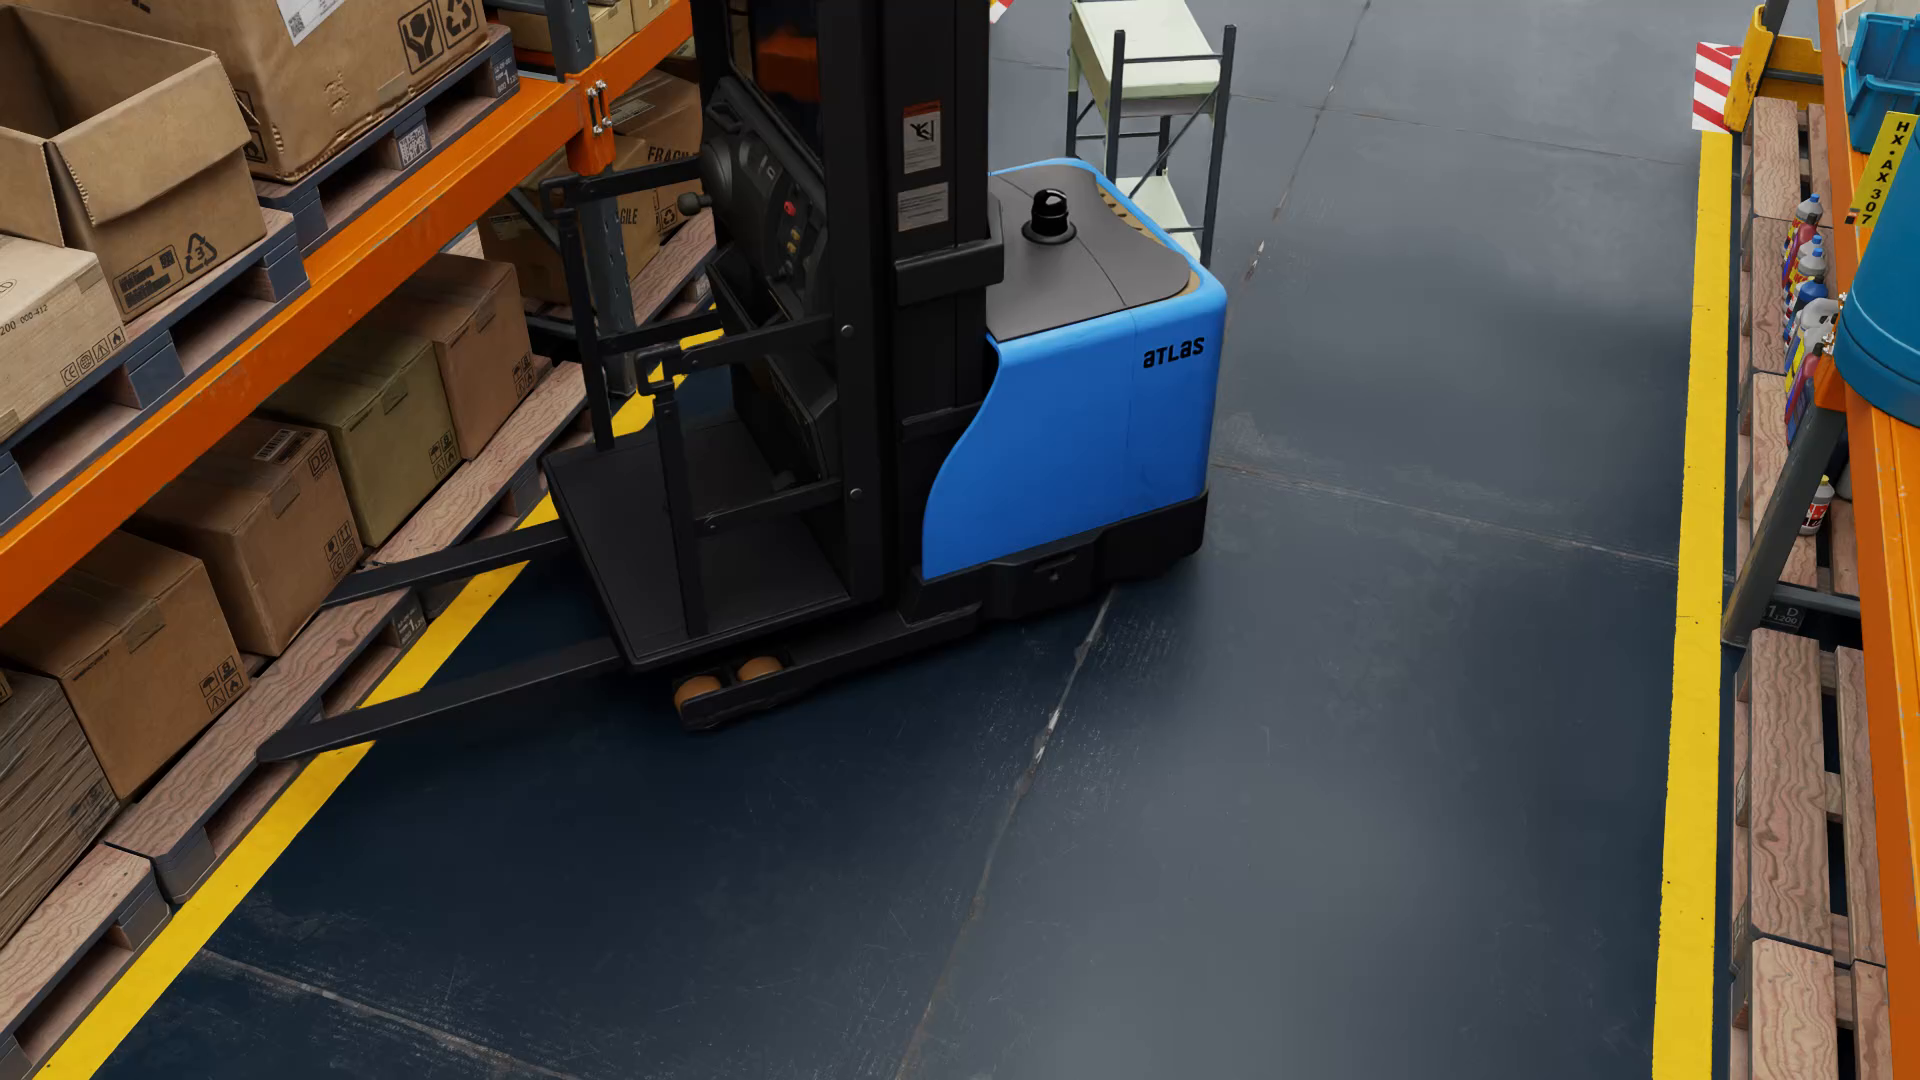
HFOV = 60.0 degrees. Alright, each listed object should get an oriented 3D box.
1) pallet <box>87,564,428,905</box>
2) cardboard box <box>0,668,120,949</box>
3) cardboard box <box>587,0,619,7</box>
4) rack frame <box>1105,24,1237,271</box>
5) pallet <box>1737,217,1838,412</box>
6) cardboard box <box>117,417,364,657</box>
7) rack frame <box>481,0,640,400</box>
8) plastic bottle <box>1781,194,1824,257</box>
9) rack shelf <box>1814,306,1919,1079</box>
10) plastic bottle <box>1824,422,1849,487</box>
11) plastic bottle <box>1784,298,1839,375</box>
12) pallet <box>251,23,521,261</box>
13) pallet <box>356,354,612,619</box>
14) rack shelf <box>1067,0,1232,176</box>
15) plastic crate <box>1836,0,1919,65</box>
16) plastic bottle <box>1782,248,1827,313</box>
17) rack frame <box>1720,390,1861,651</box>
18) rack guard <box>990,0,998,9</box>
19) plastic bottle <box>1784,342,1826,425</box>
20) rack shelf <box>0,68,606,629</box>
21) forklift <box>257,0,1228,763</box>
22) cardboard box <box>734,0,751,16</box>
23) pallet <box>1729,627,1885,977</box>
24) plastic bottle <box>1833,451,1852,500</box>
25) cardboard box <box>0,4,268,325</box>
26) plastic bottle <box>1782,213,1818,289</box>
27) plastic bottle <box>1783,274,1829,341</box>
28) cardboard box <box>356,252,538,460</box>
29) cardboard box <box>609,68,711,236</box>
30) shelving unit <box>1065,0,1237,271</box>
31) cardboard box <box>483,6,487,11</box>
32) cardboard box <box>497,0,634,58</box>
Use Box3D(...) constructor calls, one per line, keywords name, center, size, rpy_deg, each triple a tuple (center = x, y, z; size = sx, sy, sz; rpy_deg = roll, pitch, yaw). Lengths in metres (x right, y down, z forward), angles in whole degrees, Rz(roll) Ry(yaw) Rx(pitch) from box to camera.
Box3D(name="pallet", center=(-2.397, 0.453, 5.056), size=(1.003, 0.211, 1.213), rpy_deg=(13, 42, 15))
Box3D(name="cardboard box", center=(-2.696, 0.639, 4.276), size=(0.700, 0.500, 0.500), rpy_deg=(10, 41, 12))
Box3D(name="cardboard box", center=(-1.504, -2.242, 5.760), size=(0.875, 0.500, 0.500), rpy_deg=(13, 42, 15))
Box3D(name="rack frame", center=(0.698, -1.086, 5.867), size=(0.400, 1.500, 0.023), rpy_deg=(-5, 41, -5))
Box3D(name="pallet", center=(3.623, -0.817, 6.544), size=(1.003, 0.211, 1.213), rpy_deg=(13, 42, 15))
Box3D(name="cardboard box", center=(-2.318, -0.048, 5.082), size=(0.700, 0.500, 0.500), rpy_deg=(10, 41, 11))
Box3D(name="rack frame", center=(-1.716, -1.830, 5.583), size=(1.000, 3.000, 0.127), rpy_deg=(13, 42, 15))
Box3D(name="plastic bottle", center=(3.393, -1.263, 6.682), size=(0.097, 0.271, 0.097), rpy_deg=(0, 40, 0))
Box3D(name="rack shelf", center=(2.254, 0.763, 3.099), size=(1.077, 0.370, 4.000), rpy_deg=(13, 42, 15))
Box3D(name="plastic bottle", center=(2.888, -0.347, 5.547), size=(0.144, 0.351, 0.185), rpy_deg=(12, 42, 14))
Box3D(name="plastic bottle", center=(3.123, -0.731, 6.055), size=(0.152, 0.276, 0.135), rpy_deg=(14, 42, 16))
Box3D(name="pallet", center=(-2.114, -1.323, 5.137), size=(1.003, 0.211, 1.213), rpy_deg=(13, 42, 15))
Box3D(name="pallet", center=(-1.981, -0.294, 5.932), size=(1.003, 0.211, 1.213), rpy_deg=(13, 42, 15))
Box3D(name="rack shelf", center=(0.654, -1.618, 5.890), size=(0.431, 0.370, 0.720), rpy_deg=(-5, 41, -5))
Box3D(name="plastic crate", center=(3.255, -1.677, 5.607), size=(0.530, 0.136, 0.437), rpy_deg=(13, 42, 15))
Box3D(name="plastic bottle", center=(3.242, -0.993, 6.366), size=(0.097, 0.271, 0.097), rpy_deg=(0, 40, 0))
Box3D(name="rack frame", center=(2.938, -0.730, 4.295), size=(1.000, 3.000, 0.127), rpy_deg=(13, 42, 15))
Box3D(name="rack guard", center=(-0.374, -3.272, 9.200), size=(1.175, 0.500, 0.348), rpy_deg=(13, 42, 15))
Box3D(name="plastic bottle", center=(2.970, -0.547, 5.834), size=(0.061, 0.283, 0.133), rpy_deg=(16, 43, 18))
Box3D(name="rack shelf", center=(-2.400, -0.336, 4.387), size=(1.077, 0.370, 4.000), rpy_deg=(13, 42, 15))
Box3D(name="forklift", center=(-0.736, -0.931, 4.583), size=(3.031, 2.935, 1.130), rpy_deg=(-17, 43, -19))
Box3D(name="cardboard box", center=(-0.982, -2.351, 7.797), size=(0.500, 0.500, 0.500), rpy_deg=(17, 43, 19))
Box3D(name="pallet", center=(2.706, 0.818, 4.629), size=(1.003, 0.211, 1.213), rpy_deg=(13, 42, 15))
Box3D(name="plastic bottle", center=(3.023, -0.315, 5.510), size=(0.144, 0.351, 0.185), rpy_deg=(13, 42, 15))
Box3D(name="cardboard box", center=(-2.222, -0.951, 4.150), size=(0.797, 0.503, 0.637), rpy_deg=(18, 43, 19))
Box3D(name="plastic bottle", center=(3.299, -1.133, 6.521), size=(0.061, 0.283, 0.133), rpy_deg=(14, 42, 16))
Box3D(name="plastic bottle", center=(3.172, -0.869, 6.221), size=(0.097, 0.271, 0.097), rpy_deg=(0, 40, 0))
Box3D(name="cardboard box", center=(-1.946, -0.676, 5.819), size=(0.700, 0.500, 0.500), rpy_deg=(10, 42, 12))
Box3D(name="cardboard box", center=(-1.353, -1.625, 6.945), size=(0.500, 0.500, 0.500), rpy_deg=(27, 47, 28))
Box3D(name="shelving unit", center=(0.653, -1.321, 6.143), size=(0.431, 1.500, 0.755), rpy_deg=(-5, 41, -5))
Box3D(name="cardboard box", center=(-1.919, -1.930, 5.895), size=(0.380, 0.149, 0.250), rpy_deg=(13, 42, 15))
Box3D(name="cardboard box", center=(-1.360, -1.798, 5.740), size=(0.380, 0.149, 0.250), rpy_deg=(13, 42, 15))
